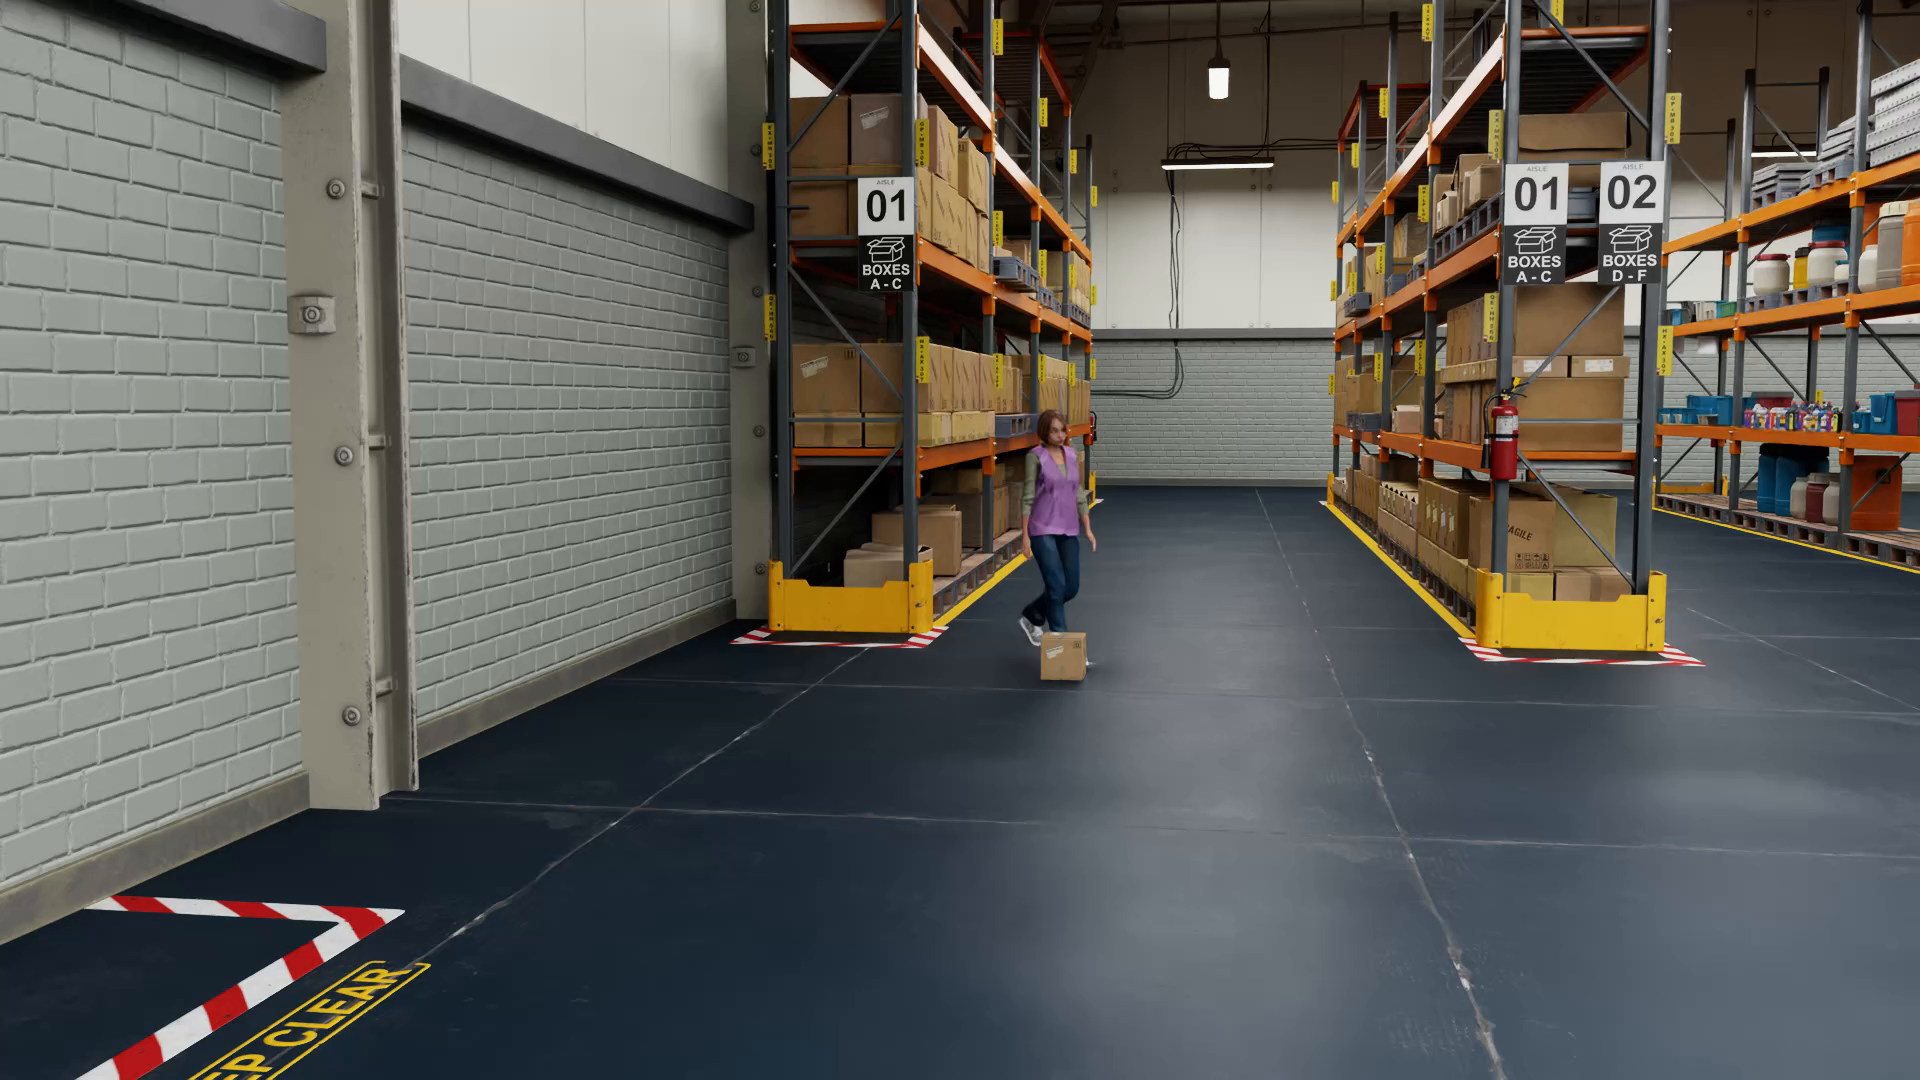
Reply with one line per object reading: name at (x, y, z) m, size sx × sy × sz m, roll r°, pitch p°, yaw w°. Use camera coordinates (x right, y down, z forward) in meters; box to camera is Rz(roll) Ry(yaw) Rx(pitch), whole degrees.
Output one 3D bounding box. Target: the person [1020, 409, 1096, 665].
person at (0.569, -0.024, 10.405) m, size 0.420 × 1.583 × 0.724 m, roll -3°, pitch 6°, yaw -36°
